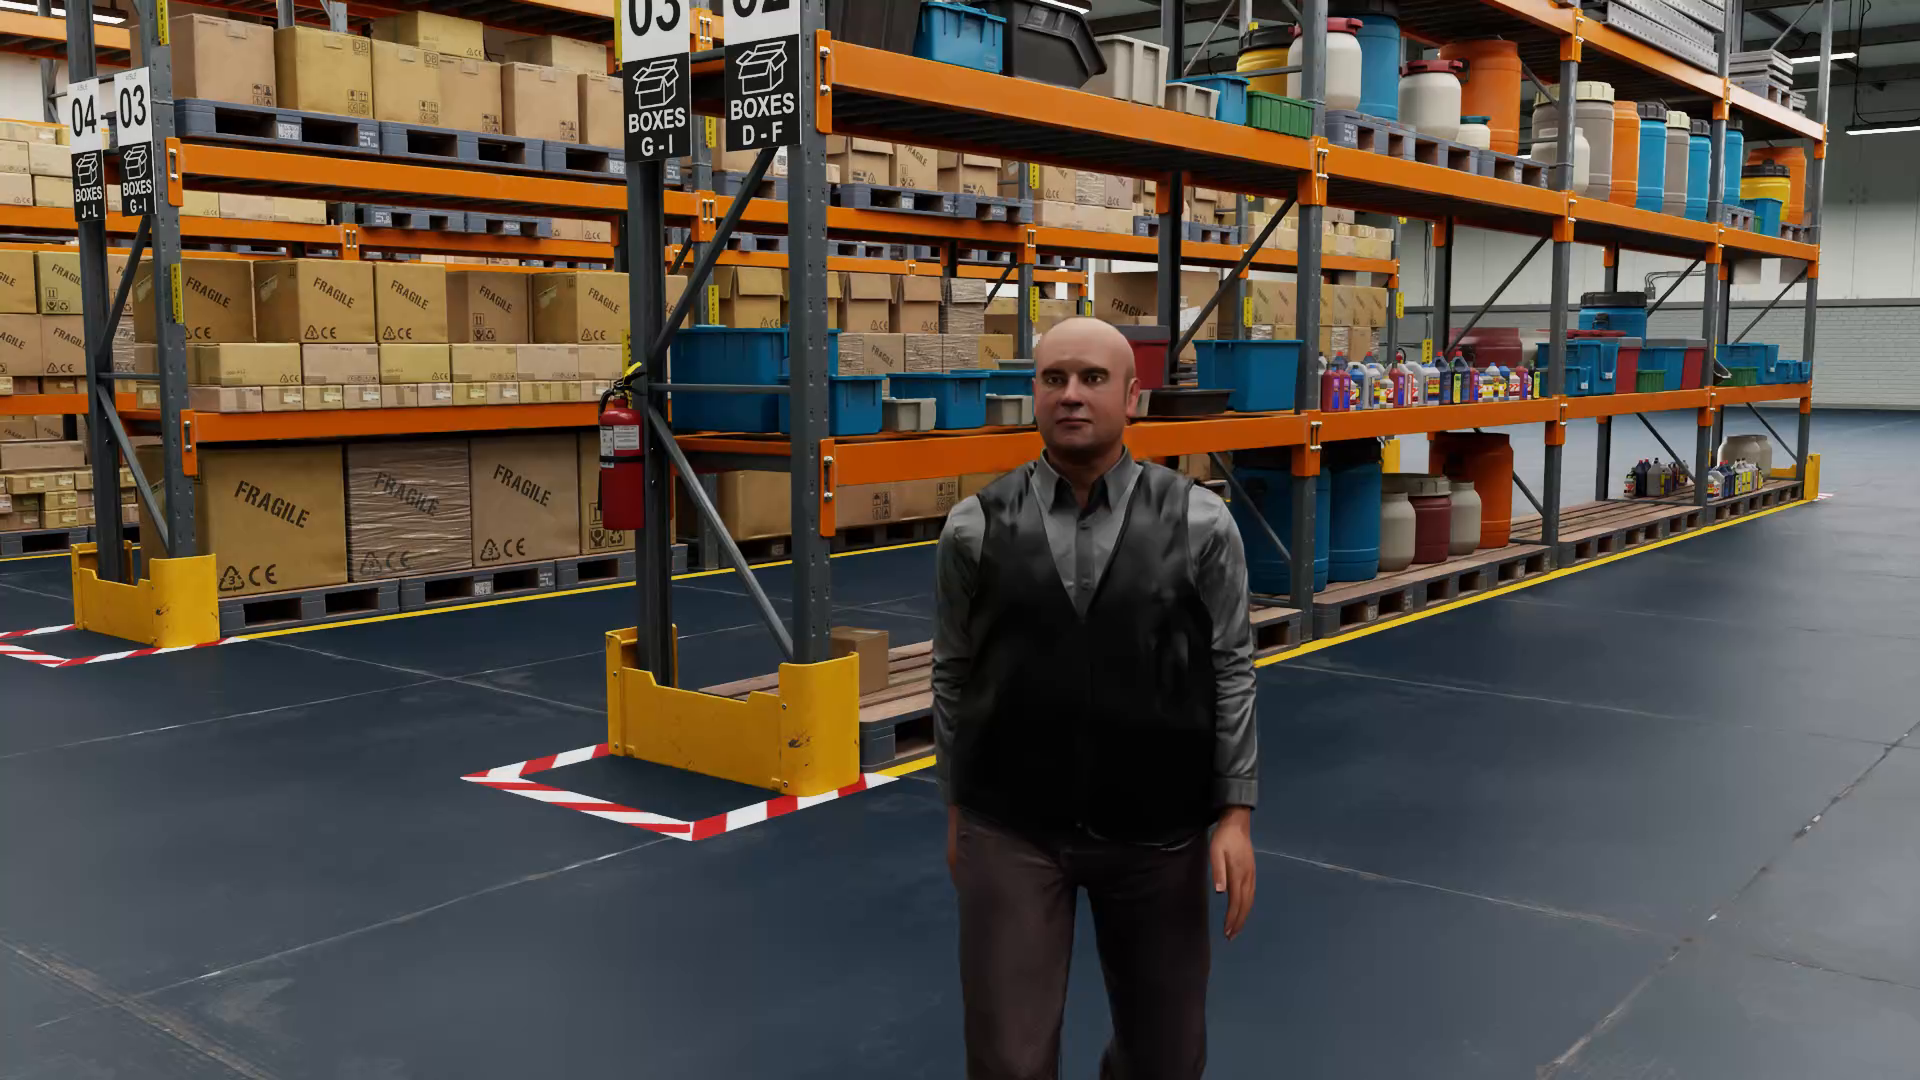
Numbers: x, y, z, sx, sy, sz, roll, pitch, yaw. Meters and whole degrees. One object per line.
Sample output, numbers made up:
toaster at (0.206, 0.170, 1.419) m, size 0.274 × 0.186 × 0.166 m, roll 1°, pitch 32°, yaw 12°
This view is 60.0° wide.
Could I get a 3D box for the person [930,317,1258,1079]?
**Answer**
person at (0.217, 0.484, 2.794) m, size 0.547 × 1.698 × 0.836 m, roll 1°, pitch 7°, yaw 5°
